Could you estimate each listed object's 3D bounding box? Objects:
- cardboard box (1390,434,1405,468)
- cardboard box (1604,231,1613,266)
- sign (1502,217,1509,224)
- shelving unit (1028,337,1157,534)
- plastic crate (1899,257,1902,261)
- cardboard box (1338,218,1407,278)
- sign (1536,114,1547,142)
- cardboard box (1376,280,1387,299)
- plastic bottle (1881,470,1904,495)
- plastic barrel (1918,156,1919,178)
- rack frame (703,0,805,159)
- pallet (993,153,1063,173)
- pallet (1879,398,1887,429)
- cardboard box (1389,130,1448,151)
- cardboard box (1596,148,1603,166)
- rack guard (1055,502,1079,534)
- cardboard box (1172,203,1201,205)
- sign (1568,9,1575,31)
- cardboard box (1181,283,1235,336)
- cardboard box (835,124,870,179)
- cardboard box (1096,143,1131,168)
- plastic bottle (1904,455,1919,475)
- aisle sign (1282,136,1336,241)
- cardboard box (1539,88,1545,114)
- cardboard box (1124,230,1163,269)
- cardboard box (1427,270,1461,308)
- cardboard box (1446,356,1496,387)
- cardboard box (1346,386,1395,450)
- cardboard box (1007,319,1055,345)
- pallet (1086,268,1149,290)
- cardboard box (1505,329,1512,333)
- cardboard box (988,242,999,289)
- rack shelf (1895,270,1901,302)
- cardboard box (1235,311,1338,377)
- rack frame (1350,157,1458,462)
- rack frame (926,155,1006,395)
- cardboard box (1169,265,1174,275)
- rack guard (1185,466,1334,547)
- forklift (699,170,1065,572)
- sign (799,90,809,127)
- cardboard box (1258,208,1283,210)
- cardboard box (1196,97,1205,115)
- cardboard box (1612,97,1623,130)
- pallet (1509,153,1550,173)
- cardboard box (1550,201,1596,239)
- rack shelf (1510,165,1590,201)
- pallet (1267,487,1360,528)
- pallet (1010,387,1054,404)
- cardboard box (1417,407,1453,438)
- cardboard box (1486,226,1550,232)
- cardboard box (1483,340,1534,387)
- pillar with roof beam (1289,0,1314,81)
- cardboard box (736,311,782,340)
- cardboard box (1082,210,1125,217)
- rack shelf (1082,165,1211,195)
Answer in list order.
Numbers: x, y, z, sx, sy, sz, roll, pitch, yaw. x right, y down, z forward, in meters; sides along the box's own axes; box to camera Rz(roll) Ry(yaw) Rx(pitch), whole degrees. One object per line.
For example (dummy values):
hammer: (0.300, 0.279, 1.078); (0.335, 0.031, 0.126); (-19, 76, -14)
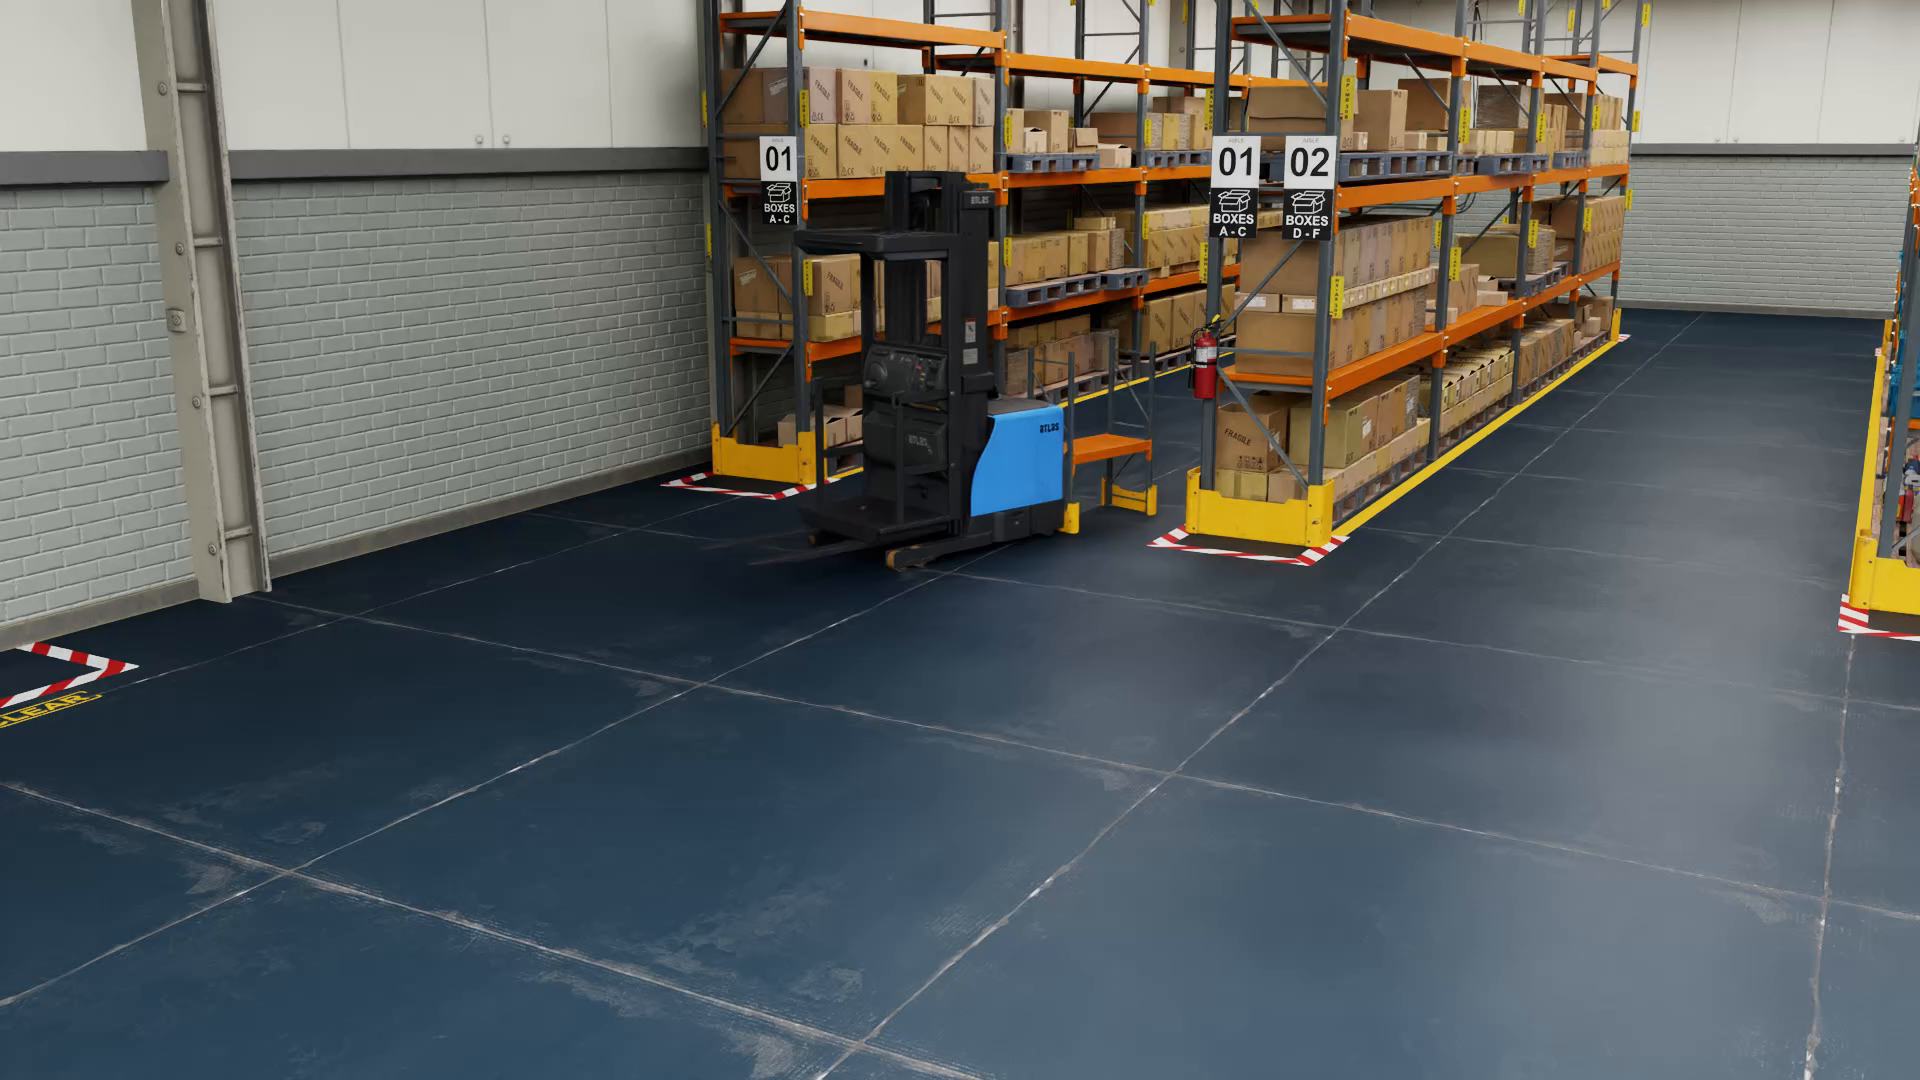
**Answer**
cardboard box: (3.879, -0.862, 15.681); (0.500, 0.250, 0.500); (7, 15, 28)
cardboard box: (9.720, -4.500, 25.585); (0.500, 0.500, 0.500); (8, 15, 28)
sign: (7.780, -4.443, 23.714); (0.100, 0.325, 0.005); (7, 15, 28)
shelving unit: (1.121, -0.916, 14.134); (1.083, 1.500, 0.587); (-13, 18, -42)
plastic crate: (13.338, -3.823, 23.221); (0.416, 0.233, 0.300); (7, 15, 28)
cardboard box: (3.697, -2.702, 15.358); (0.700, 0.500, 0.500); (7, 15, 28)
sign: (6.807, -4.825, 19.473); (0.100, 0.325, 0.005); (7, 15, 28)
cardboard box: (3.580, -2.235, 14.807); (0.380, 0.149, 0.250); (8, 15, 29)
plastic bottle: (7.881, -0.527, 14.034); (0.144, 0.351, 0.185); (7, 15, 26)
plastic barrel: (9.414, -3.858, 15.665); (0.600, 0.901, 0.708); (7, 15, 28)
rack frame: (-1.881, -4.977, 14.976); (1.000, 3.000, 0.127); (7, 15, 28)
pallet: (0.445, -4.362, 19.229); (1.213, 0.211, 1.003); (7, 15, 28)
pallet: (11.004, -1.390, 18.849); (1.003, 0.211, 1.213); (7, 15, 28)
cardboard box: (4.698, -4.035, 16.895); (0.500, 0.250, 0.500); (9, 16, 34)
cardboard box: (8.956, -5.521, 23.954); (0.500, 0.250, 0.500); (7, 15, 28)
rack guard: (0.760, -0.228, 13.947); (0.087, 0.250, 0.587); (-13, 18, -42)
cardboard box: (3.470, -5.025, 25.486); (0.500, 0.250, 0.500); (8, 16, 30)
sign: (9.717, -8.253, 26.404); (0.100, 0.325, 0.005); (7, 15, 28)
cardboard box: (3.720, -3.533, 25.480); (0.750, 0.750, 0.750); (8, 15, 29)
cardboard box: (-1.209, -3.723, 15.921); (0.500, 0.500, 0.500); (9, 16, 32)
cardboard box: (1.875, -4.948, 21.404); (0.500, 0.311, 0.500); (7, 15, 28)
plastic bottle: (8.098, -0.550, 14.127); (0.144, 0.351, 0.185); (7, 15, 28)
aisle sign: (2.694, -2.715, 12.850); (0.394, 0.787, 0.004); (7, 15, 28)
cardboard box: (7.035, -5.432, 20.918); (0.500, 0.500, 0.500); (7, 15, 28)
cardboard box: (2.446, -3.975, 22.732); (0.500, 0.500, 0.500); (8, 16, 30)
cardboard box: (5.032, -2.633, 17.841); (0.500, 0.500, 0.500); (9, 16, 32)
cardboard box: (5.795, -1.935, 18.935); (0.500, 0.311, 0.500); (7, 15, 28)
cardboard box: (3.639, -1.124, 15.167); (0.500, 0.500, 0.500); (7, 15, 28)
cardboard box: (0.853, -2.595, 20.692); (0.500, 0.250, 0.500); (7, 15, 26)
pallet: (1.736, -3.450, 21.853); (1.213, 0.211, 1.003); (7, 15, 28)
cardboard box: (7.070, -2.573, 22.200); (0.500, 0.500, 0.500); (7, 15, 26)
cardboard box: (0.095, -3.050, 18.463); (0.500, 0.500, 0.500); (7, 15, 28)
rack shelf: (13.560, -3.460, 23.022); (1.077, 0.370, 4.000); (7, 15, 28)
cardboard box: (2.695, -1.643, 13.734); (0.700, 0.500, 0.500); (7, 15, 28)
rack frame: (4.391, -2.320, 16.759); (1.000, 3.000, 0.127); (7, 15, 28)
rack frame: (0.053, -2.881, 19.083); (1.000, 3.000, 0.127); (7, 15, 28)
cardboard box: (2.812, -3.846, 23.580); (0.380, 0.149, 0.250); (8, 16, 29)
rack guard: (2.446, -0.280, 13.627); (1.175, 0.500, 0.348); (7, 15, 28)
forklift: (-0.583, -1.324, 12.773); (3.031, 2.935, 1.130); (-12, 18, -40)
sign: (-1.405, -3.882, 14.971); (0.100, 0.325, 0.005); (7, 15, 28)
cardboard box: (5.616, -5.383, 28.822); (0.980, 0.700, 0.700); (8, 16, 31)
cardboard box: (3.380, -6.442, 24.701); (0.500, 0.250, 0.500); (9, 16, 32)
cardboard box: (9.958, -6.668, 26.045); (0.700, 0.500, 0.500); (7, 15, 28)
pallet: (6.075, -4.358, 19.214); (1.213, 0.211, 1.003); (8, 16, 31)
cardboard box: (8.733, -4.561, 23.706); (0.500, 0.500, 0.500); (8, 16, 29)
rack shelf: (7.292, -4.660, 21.597); (1.077, 0.370, 4.000); (7, 15, 28)
pallet: (2.791, -0.306, 14.352); (1.003, 0.211, 1.213); (7, 15, 28)
pallet: (0.428, -1.685, 20.073); (1.003, 0.211, 1.213); (7, 15, 28)
cardboard box: (4.803, -1.243, 17.258); (0.500, 0.250, 0.500); (7, 15, 27)
cardboard box: (7.557, -3.994, 22.593); (0.700, 0.500, 0.500); (10, 17, 37)
cardboard box: (6.795, -2.201, 20.657); (0.500, 0.500, 0.500); (8, 16, 30)
pillar with roof beam: (10.171, -8.424, 29.273); (9.100, 9.000, 0.400); (7, 15, 28)
cardboard box: (-1.824, -2.115, 16.184); (0.500, 0.250, 0.500); (8, 16, 29)
cardboard box: (1.979, -4.392, 22.858); (0.500, 0.250, 0.500); (8, 16, 30)
rack shelf: (2.954, -5.220, 23.922); (1.077, 0.370, 4.000); (7, 15, 28)
